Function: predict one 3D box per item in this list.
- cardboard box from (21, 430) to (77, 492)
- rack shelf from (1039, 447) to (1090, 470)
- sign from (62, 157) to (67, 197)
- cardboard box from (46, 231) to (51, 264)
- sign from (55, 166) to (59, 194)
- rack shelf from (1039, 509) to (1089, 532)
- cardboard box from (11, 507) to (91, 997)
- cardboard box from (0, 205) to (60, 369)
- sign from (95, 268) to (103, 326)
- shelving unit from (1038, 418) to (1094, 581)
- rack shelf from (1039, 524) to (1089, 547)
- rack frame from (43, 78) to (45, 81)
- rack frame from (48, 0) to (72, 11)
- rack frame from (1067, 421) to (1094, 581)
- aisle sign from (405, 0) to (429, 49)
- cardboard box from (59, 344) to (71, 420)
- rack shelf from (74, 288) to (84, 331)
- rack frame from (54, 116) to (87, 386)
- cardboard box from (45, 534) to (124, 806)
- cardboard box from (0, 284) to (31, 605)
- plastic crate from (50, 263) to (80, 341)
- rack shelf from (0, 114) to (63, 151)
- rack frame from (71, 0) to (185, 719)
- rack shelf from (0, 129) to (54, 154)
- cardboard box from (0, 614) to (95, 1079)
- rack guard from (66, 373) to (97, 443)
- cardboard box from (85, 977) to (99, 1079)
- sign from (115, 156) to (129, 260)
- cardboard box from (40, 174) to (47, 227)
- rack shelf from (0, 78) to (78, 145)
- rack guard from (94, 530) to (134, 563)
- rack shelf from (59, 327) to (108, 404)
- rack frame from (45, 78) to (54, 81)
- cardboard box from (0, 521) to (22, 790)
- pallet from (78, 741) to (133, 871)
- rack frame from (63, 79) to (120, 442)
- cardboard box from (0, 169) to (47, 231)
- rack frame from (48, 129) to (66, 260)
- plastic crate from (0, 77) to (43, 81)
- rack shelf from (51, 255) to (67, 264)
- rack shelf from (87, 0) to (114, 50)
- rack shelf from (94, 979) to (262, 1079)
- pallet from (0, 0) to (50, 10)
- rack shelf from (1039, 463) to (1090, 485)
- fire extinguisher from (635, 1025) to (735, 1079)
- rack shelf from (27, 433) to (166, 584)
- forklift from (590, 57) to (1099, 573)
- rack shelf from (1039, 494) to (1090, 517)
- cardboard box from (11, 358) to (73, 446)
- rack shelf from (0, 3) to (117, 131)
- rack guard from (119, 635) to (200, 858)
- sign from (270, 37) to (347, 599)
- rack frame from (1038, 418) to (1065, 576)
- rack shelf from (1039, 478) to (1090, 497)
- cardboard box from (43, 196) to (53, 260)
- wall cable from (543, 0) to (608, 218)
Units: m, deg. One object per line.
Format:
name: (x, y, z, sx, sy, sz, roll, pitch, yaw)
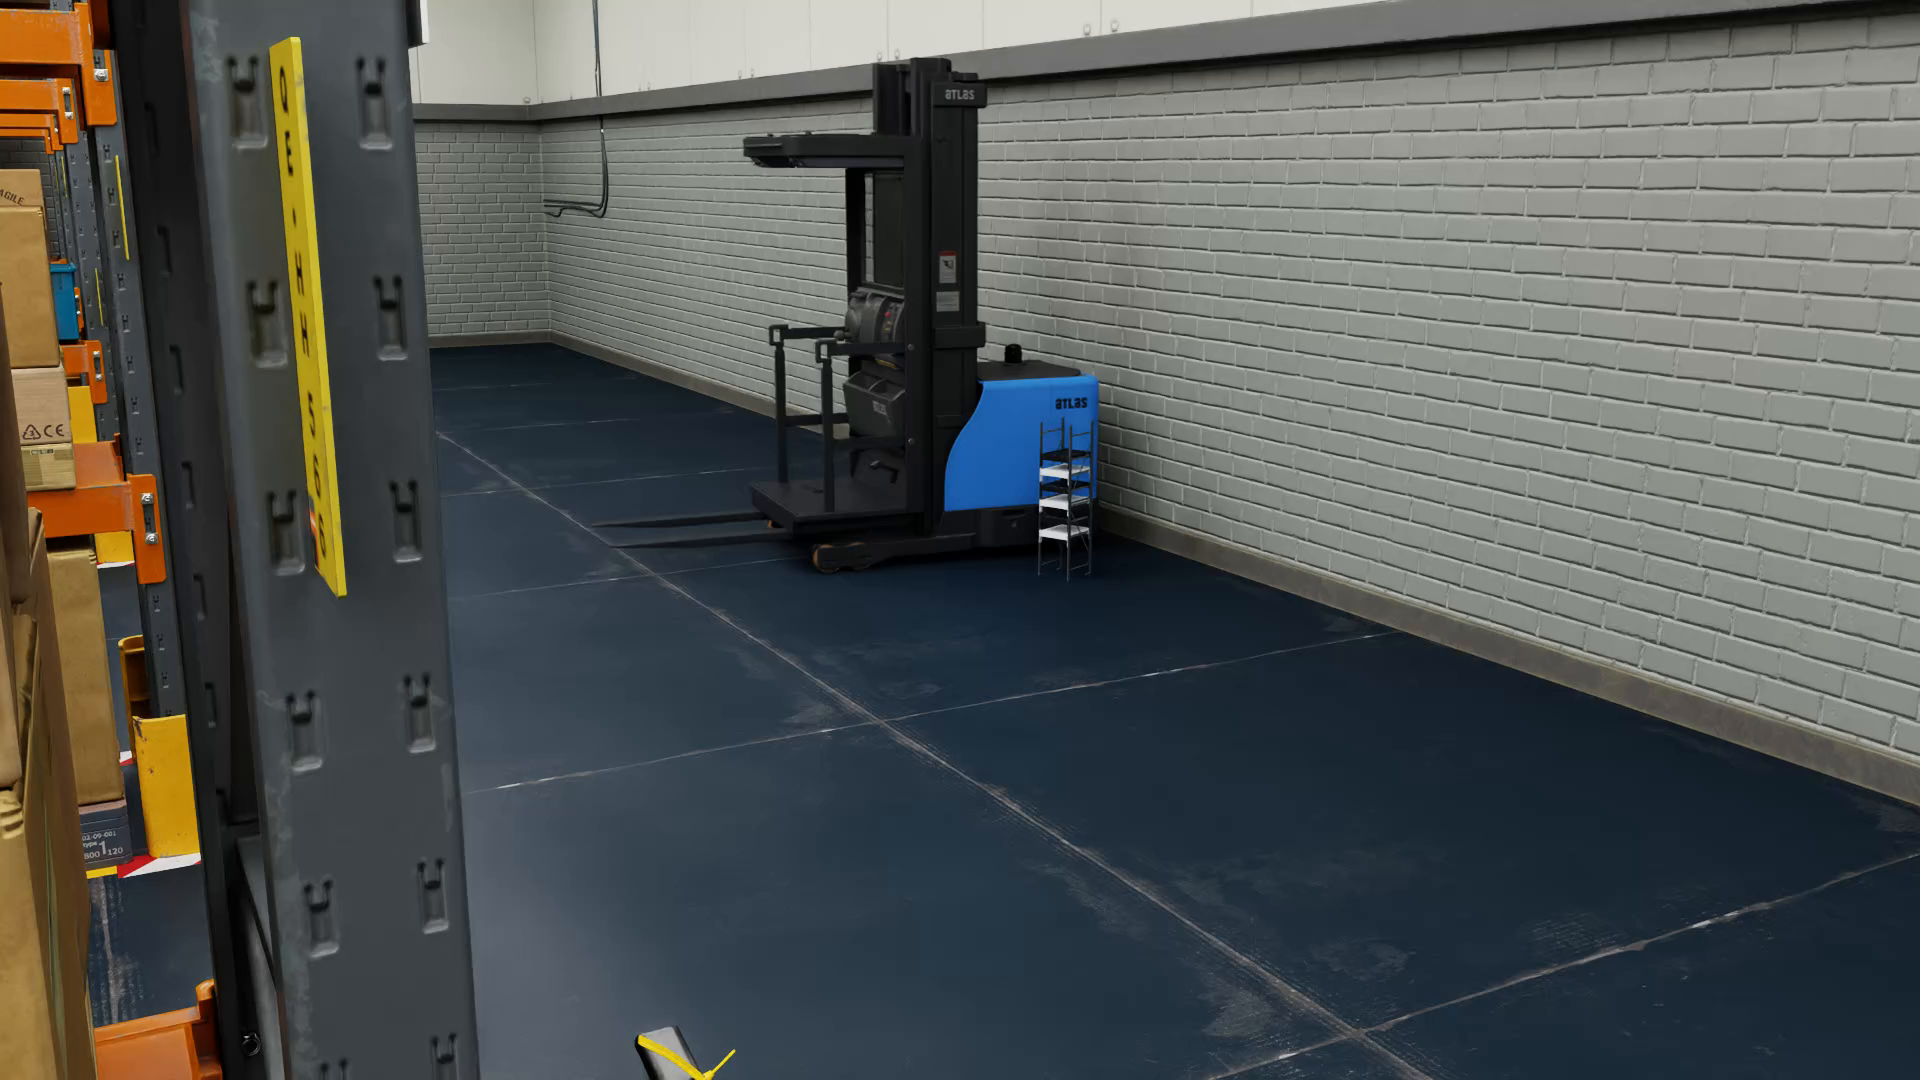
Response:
cardboard box: (-3.087, -0.265, 5.529, 0.250, 0.149, 0.380, -7, 14, -27)
rack shelf: (0.612, -0.469, 9.567, 0.200, 0.077, 0.258, 10, 16, 37)
sign: (-7.427, -3.008, 13.788, 0.005, 0.325, 0.100, -7, 14, -28)
cardboard box: (-7.938, -2.348, 13.981, 0.500, 0.500, 0.500, -6, 14, -26)
sign: (-9.804, -3.927, 18.051, 0.005, 0.325, 0.100, -7, 14, -28)
rack shelf: (0.612, -0.118, 9.646, 0.200, 0.077, 0.258, 10, 16, 37)
cardboard box: (-1.171, 0.278, 1.638, 0.500, 0.500, 0.500, -6, 14, -25)
cardboard box: (-3.234, -0.825, 5.399, 0.500, 0.500, 0.500, -7, 14, -27)
sign: (-5.027, -1.419, 9.710, 0.005, 0.325, 0.100, -7, 14, -28)
shelving unit: (0.612, -0.238, 9.619, 0.210, 0.900, 0.258, 10, 16, 37)
rack shelf: (0.612, -0.030, 9.666, 0.200, 0.077, 0.258, 10, 16, 37)
rack frame: (-10.052, -6.279, 18.016, 0.127, 3.000, 1.000, -7, 14, -28)
rack frame: (-5.305, -4.370, 9.533, 0.127, 3.000, 1.000, -7, 14, -28)
rack frame: (0.692, -0.225, 9.558, 0.006, 0.900, 0.240, 10, 16, 37)
aisle sign: (-0.436, -0.741, 1.147, 0.004, 0.787, 0.394, -7, 14, -28)
cardboard box: (-3.483, -0.562, 5.941, 0.500, 0.250, 0.500, -7, 15, -29)
rack shelf: (-9.431, -1.837, 13.579, 4.000, 0.370, 1.077, -7, 14, -28)
rack frame: (-7.675, -2.398, 14.435, 0.127, 3.000, 1.000, -7, 14, -28)
cardboard box: (-3.455, 0.425, 5.769, 0.875, 0.875, 0.875, -7, 14, -28)
cardboard box: (-1.165, -0.208, 1.519, 0.500, 0.500, 0.500, -7, 14, -28)
plastic crate: (-5.510, -1.419, 9.864, 0.499, 0.435, 0.616, -7, 14, -28)
rack shelf: (-9.431, -3.300, 13.249, 4.000, 0.370, 1.077, -7, 14, -28)
rack frame: (-2.932, -0.489, 5.950, 0.127, 3.000, 1.000, -7, 14, -28)
rack shelf: (-11.808, -4.255, 17.490, 4.000, 0.370, 1.077, -7, 14, -28)
cardboard box: (-0.915, 0.380, 1.181, 0.500, 0.500, 0.500, -7, 14, -27)
rack guard: (-7.742, -1.171, 14.674, 0.348, 0.500, 1.175, -7, 14, -28)
cardboard box: (-1.085, 0.571, 1.812, 0.250, 0.149, 0.380, -7, 14, -28)
sign: (-2.684, -1.063, 5.326, 0.005, 0.325, 0.100, -7, 14, -28)
cardboard box: (-8.191, -2.939, 14.332, 0.500, 0.500, 0.500, -6, 14, -26)
rack shelf: (-7.061, -2.345, 9.006, 4.000, 0.370, 1.077, -7, 14, -28)
rack guard: (-5.290, -0.229, 10.488, 0.348, 0.500, 1.175, -7, 14, -28)
rack shelf: (-7.061, -0.882, 9.335, 4.000, 0.370, 1.077, -7, 14, -28)
rack frame: (-7.675, -5.325, 13.776, 0.127, 3.000, 1.000, -7, 14, -28)
cardboard box: (-0.927, -0.108, 1.075, 0.500, 0.500, 0.500, -7, 15, -29)
pallet: (-3.596, 0.971, 5.815, 1.213, 0.211, 1.003, -7, 14, -28)
rack frame: (-5.305, -1.443, 10.191, 0.127, 3.000, 1.000, -7, 14, -28)
cardboard box: (-7.934, -2.835, 13.870, 0.500, 0.500, 0.500, -7, 14, -28)
rack frame: (-10.052, -3.353, 18.675, 0.127, 3.000, 1.000, -7, 14, -28)
plastic crate: (-5.777, -2.856, 9.935, 0.590, 0.269, 0.497, -7, 14, -28)
rack shelf: (-11.808, -2.791, 17.819, 4.000, 0.370, 1.077, -7, 14, -28)
rack shelf: (-2.400, -0.425, 0.470, 4.000, 0.370, 1.077, -7, 14, -28)
rack shelf: (-2.400, 1.039, 0.800, 4.000, 0.370, 1.077, -7, 14, -28)
pallet: (-3.578, -1.829, 5.275, 1.213, 0.211, 1.003, -7, 14, -28)
rack shelf: (0.612, -0.382, 9.587, 0.200, 0.077, 0.258, 10, 16, 37)
fire extinguisher: (-0.202, 0.760, 1.427, 0.183, 0.674, 0.296, -7, 14, -28)
rack shelf: (-4.687, 0.072, 5.094, 4.000, 0.370, 1.077, -7, 14, -28)
forklift: (-0.702, -1.366, 10.005, 3.031, 2.935, 1.130, -5, 14, -21)
rack shelf: (0.612, -0.206, 9.627, 0.200, 0.077, 0.258, 10, 16, 37)
cardboard box: (-3.230, -0.459, 5.480, 0.500, 0.250, 0.500, -7, 15, -29)
rack shelf: (-4.687, -1.391, 4.765, 4.000, 0.370, 1.077, -7, 14, -28)
rack guard: (-2.911, 0.728, 6.236, 0.348, 0.500, 1.175, -7, 14, -28)
sign: (-0.396, -0.132, 1.009, 0.005, 0.325, 0.100, -7, 14, -28)
rack frame: (0.532, -0.252, 9.681, 0.006, 0.900, 0.240, 10, 16, 37)
rack shelf: (0.612, -0.294, 9.607, 0.200, 0.077, 0.258, 10, 16, 37)
cardboard box: (-10.495, -3.443, 18.395, 0.700, 0.700, 0.980, -6, 14, -25)
wall cable: (-4.916, -5.291, 20.695, 0.112, 2.526, 3.097, -7, 14, -28)
